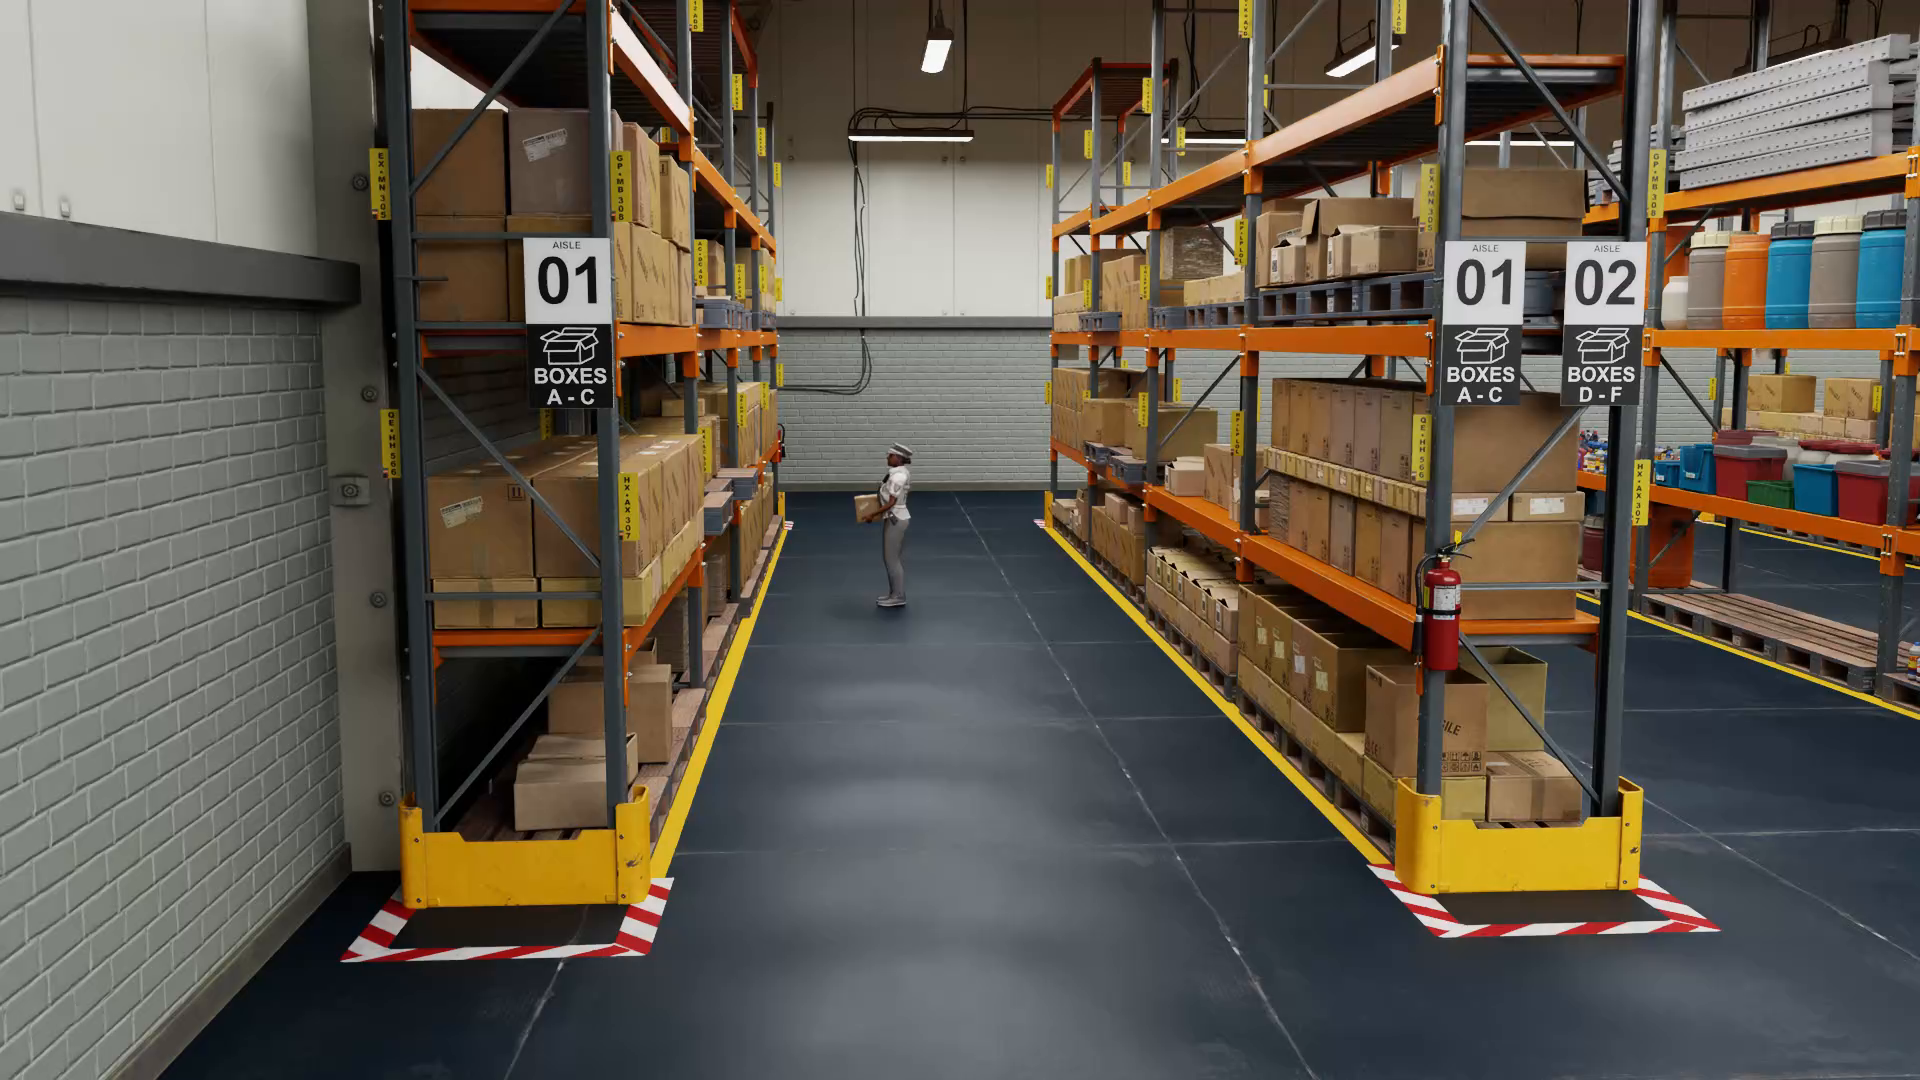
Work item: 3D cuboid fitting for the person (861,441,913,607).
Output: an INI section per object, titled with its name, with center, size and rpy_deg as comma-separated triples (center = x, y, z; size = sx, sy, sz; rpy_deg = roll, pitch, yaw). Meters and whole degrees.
[person]
center = -0.748, -0.173, 17.054
size = 0.540, 1.688, 0.450
rpy_deg = 0, 7, -3
